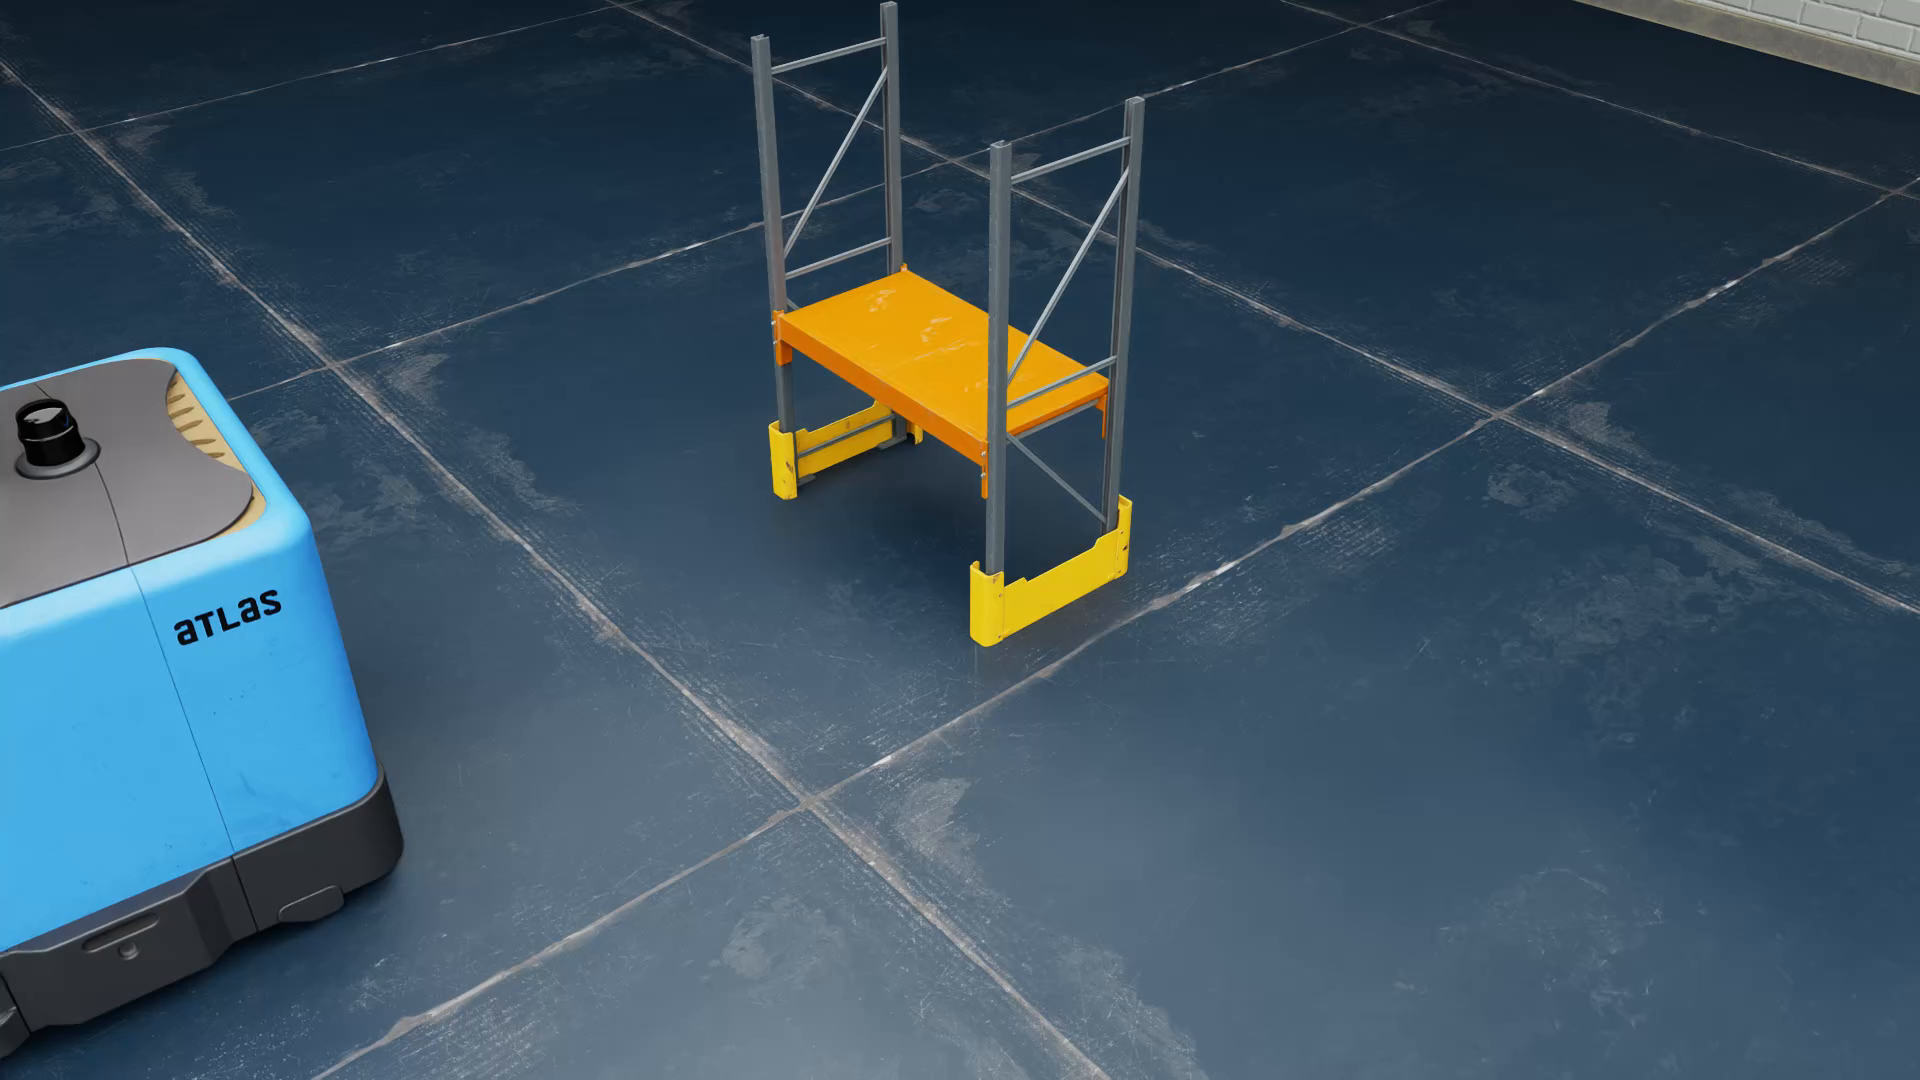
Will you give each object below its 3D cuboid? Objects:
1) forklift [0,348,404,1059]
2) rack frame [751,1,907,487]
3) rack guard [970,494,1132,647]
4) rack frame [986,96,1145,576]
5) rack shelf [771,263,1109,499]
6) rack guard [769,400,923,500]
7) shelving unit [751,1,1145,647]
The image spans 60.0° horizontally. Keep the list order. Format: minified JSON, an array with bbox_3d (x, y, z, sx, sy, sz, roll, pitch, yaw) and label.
[{"bbox_3d":[-2.850,-0.093,2.845,3.031,2.935,1.130,-23,41,-29],"label":"forklift"},{"bbox_3d":[-0.383,-0.874,5.187,0.500,1.500,0.032,-26,43,-32],"label":"rack frame"},{"bbox_3d":[0.272,0.084,4.915,0.587,0.250,0.087,-26,43,-32],"label":"rack guard"},{"bbox_3d":[0.273,-0.425,4.553,0.500,1.500,0.032,-26,43,-32],"label":"rack frame"},{"bbox_3d":[-0.055,-0.503,4.974,0.538,0.185,1.000,-26,43,-32],"label":"rack shelf"},{"bbox_3d":[-0.371,-0.356,5.536,0.587,0.250,0.087,-26,43,-32],"label":"rack guard"},{"bbox_3d":[-0.049,-0.646,4.864,0.587,1.500,1.083,-26,43,-32],"label":"shelving unit"}]
